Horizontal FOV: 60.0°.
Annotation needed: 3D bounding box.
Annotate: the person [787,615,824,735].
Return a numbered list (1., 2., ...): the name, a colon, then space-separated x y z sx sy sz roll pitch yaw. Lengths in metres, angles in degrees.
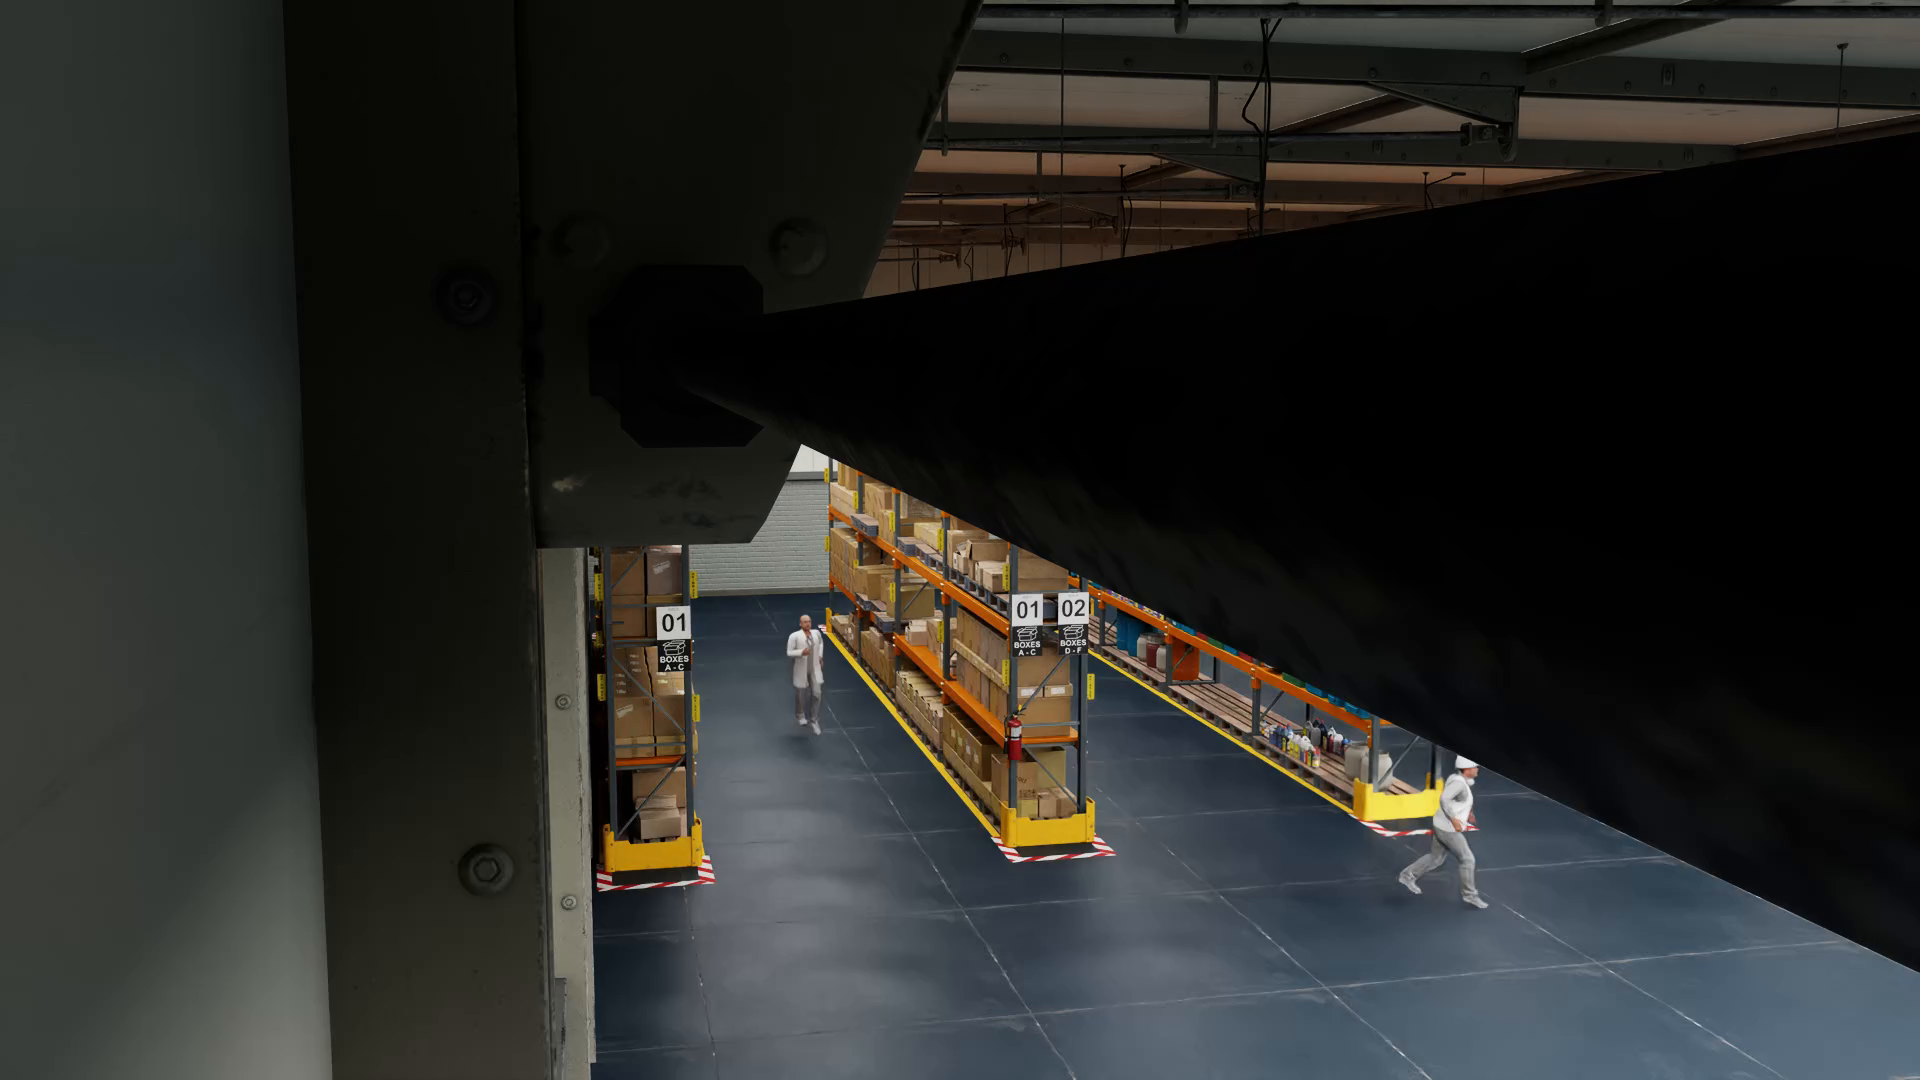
1. person: -2.398 2.120 26.215 0.685 1.884 0.771 -3 7 -23

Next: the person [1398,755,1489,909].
1. person: 5.462 3.249 18.716 0.993 1.773 0.673 2 7 16
